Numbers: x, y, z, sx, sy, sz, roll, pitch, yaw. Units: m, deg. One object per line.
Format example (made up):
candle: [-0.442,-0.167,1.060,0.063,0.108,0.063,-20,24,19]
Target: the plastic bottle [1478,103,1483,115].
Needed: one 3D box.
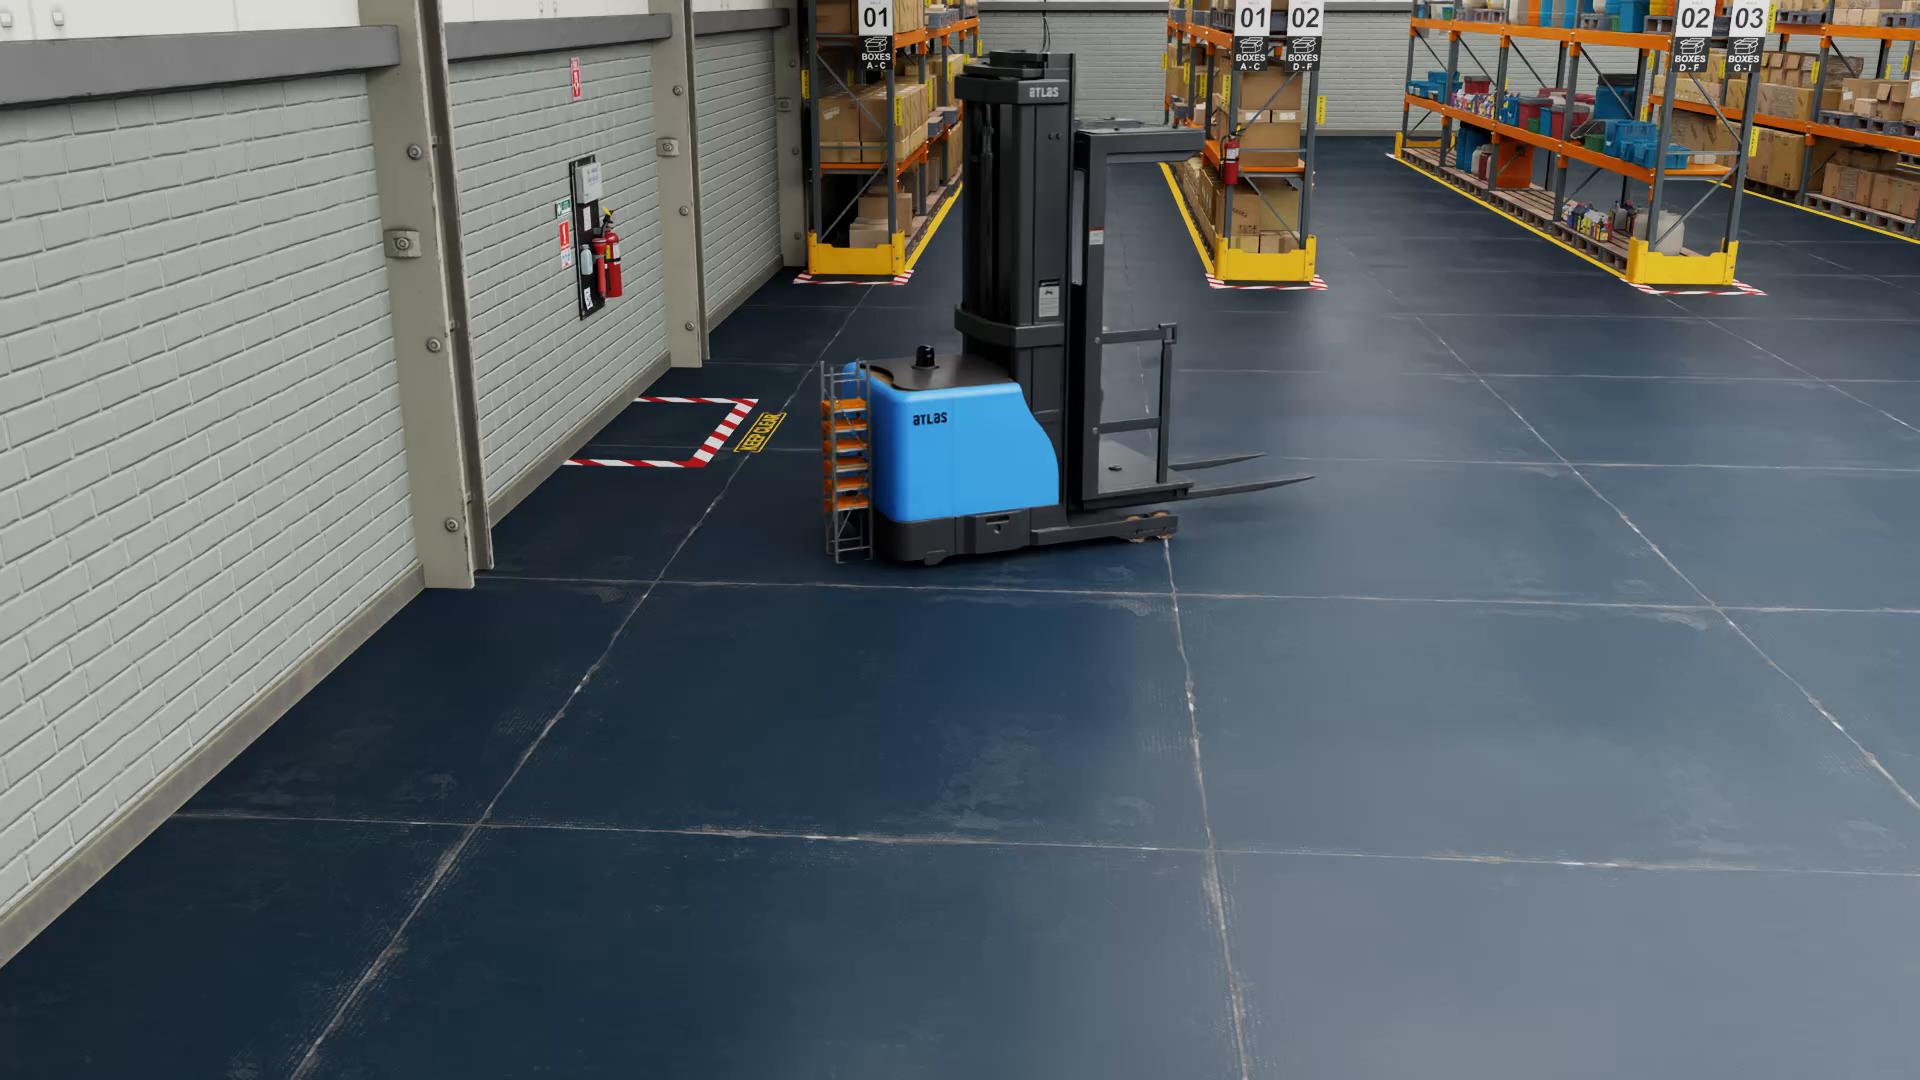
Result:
plastic bottle: [8.871,-7.324,28.277,0.097,0.201,0.097,0,18,0]

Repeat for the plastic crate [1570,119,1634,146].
plastic crate: [8.725,-5.533,22.591,0.767,0.338,0.504,1,18,4]

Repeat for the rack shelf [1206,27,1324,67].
rack shelf: [3.806,-6.296,21.159,1.077,0.370,4.000,1,18,4]

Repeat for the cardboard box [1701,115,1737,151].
cardboard box: [14.530,-7.489,31.200,0.875,0.875,0.875,1,18,4]

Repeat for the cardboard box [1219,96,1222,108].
cardboard box: [3.684,-5.871,22.321,0.380,0.149,0.250,1,18,3]

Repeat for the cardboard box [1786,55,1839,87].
cardboard box: [14.234,-7.807,27.661,0.797,0.503,0.637,2,18,5]

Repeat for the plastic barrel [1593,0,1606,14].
plastic barrel: [8.662,-7.271,22.124,0.421,0.512,0.421,0,18,0]

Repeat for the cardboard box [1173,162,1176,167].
cardboard box: [4.245,-7.195,30.872,0.500,0.500,0.500,0,18,1]

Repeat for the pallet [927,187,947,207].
pallet: [-0.763,-5.618,27.229,1.003,0.211,1.213,1,18,4]

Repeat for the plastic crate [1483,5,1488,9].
plastic crate: [9.825,-9.950,31.364,0.497,0.269,0.590,1,18,4]

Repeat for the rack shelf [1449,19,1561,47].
rack shelf: [9.319,-8.669,28.401,1.077,0.370,4.000,1,18,4]

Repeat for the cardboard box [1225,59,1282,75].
cardboard box: [3.852,-6.047,21.818,0.700,0.500,0.500,1,18,4]

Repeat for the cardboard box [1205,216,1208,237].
cardboard box: [3.501,-4.124,21.932,0.500,0.250,0.500,1,18,4]

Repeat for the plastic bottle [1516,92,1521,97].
plastic bottle: [9.644,-7.548,28.722,0.144,0.351,0.185,1,18,4]

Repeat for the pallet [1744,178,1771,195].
pallet: [14.338,-6.150,28.853,1.003,0.211,1.213,1,18,4]

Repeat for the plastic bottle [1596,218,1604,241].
plastic bottle: [8.287,-4.015,21.515,0.061,0.283,0.133,2,18,5]

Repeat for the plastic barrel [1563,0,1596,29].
plastic barrel: [8.709,-7.549,23.021,0.600,0.901,0.708,1,18,4]

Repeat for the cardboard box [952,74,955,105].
cardboard box: [-0.369,-7.692,28.409,0.500,0.500,0.500,2,18,6]

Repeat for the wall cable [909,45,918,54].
wall cable: [-0.984,-10.572,36.238,0.084,1.984,1.851,1,18,4]

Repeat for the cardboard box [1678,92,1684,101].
cardboard box: [14.226,-8.639,32.373,0.380,0.149,0.250,1,18,3]

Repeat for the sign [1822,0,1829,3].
sign: [13.563,-8.578,26.009,0.100,0.325,0.005,1,18,4]

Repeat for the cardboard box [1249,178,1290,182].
cardboard box: [4.033,-4.468,21.779,0.500,0.500,0.500,1,18,4]

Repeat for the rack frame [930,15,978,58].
rack frame: [-0.132,-9.670,35.118,1.000,3.000,0.127,1,18,4]

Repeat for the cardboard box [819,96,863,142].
cardboard box: [-1.457,-5.147,20.317,0.500,0.500,0.500,1,18,3]

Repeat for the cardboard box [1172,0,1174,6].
cardboard box: [4.400,-10.533,32.372,0.500,0.250,0.500,1,18,4]

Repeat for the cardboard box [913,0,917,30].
cardboard box: [-0.833,-6.934,21.756,0.500,0.500,0.500,1,18,2]

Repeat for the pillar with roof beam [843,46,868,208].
pillar with roof beam: [2.632,-9.556,25.135,9.100,9.000,0.400,1,18,4]

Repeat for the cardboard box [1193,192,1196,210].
cardboard box: [3.728,-5.019,24.665,0.500,0.250,0.500,1,18,3]

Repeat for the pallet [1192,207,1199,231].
pallet: [3.963,-4.739,24.545,1.003,0.211,1.213,1,18,4]

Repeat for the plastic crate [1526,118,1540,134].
plastic crate: [8.733,-6.169,24.772,0.450,0.188,0.662,1,18,4]

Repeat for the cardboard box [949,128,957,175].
cardboard box: [-0.453,-6.861,29.323,0.750,0.750,0.750,1,18,4]

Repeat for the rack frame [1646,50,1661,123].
rack frame: [14.690,-9.339,34.106,1.000,3.000,0.127,1,18,4]

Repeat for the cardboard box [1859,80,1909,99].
cardboard box: [14.177,-6.757,25.391,0.700,0.500,0.500,4,19,12]

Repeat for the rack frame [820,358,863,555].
rack frame: [-0.708,-0.492,9.997,0.240,1.200,0.006,-7,20,-21]

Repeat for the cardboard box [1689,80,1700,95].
cardboard box: [14.244,-8.629,31.702,0.500,0.250,0.500,2,18,5]

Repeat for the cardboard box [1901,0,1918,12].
cardboard box: [13.864,-7.710,24.020,0.380,0.166,0.250,1,18,2]

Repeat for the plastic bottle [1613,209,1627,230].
plastic bottle: [8.967,-4.366,22.599,0.152,0.276,0.135,1,18,4]

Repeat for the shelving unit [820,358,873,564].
shelving unit: [-0.673,-0.466,9.917,0.258,1.200,0.189,-7,20,-21]

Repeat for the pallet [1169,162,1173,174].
pallet: [4.573,-7.207,32.078,1.003,0.211,1.213,1,18,4]

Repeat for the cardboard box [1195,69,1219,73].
cardboard box: [4.457,-8.016,29.233,0.700,0.500,0.500,-3,18,-10]

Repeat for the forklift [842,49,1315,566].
forklift: [0.822,-1.518,10.348,3.031,2.935,1.130,-7,20,-21]

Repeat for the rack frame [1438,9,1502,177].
rack frame: [9.463,-8.207,30.652,1.000,3.000,0.127,1,18,4]

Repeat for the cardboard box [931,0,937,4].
cardboard box: [-0.729,-9.017,27.439,0.700,0.500,0.500,0,18,0]

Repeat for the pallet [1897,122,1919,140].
pallet: [14.029,-5.755,23.476,1.003,0.211,1.213,1,18,4]

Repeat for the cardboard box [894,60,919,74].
cardboard box: [-0.932,-7.887,27.801,0.500,0.250,0.500,2,18,5]

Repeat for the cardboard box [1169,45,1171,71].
cardboard box: [4.444,-9.634,33.240,0.500,0.500,0.500,2,18,5]

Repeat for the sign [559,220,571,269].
sign: [-2.879,-2.155,12.126,0.001,0.329,0.234,1,18,4]

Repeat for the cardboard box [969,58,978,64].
cardboard box: [-0.159,-9.654,34.587,0.980,0.700,0.700,2,18,6]

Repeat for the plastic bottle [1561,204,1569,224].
plastic bottle: [8.429,-4.546,23.153,0.097,0.271,0.097,0,18,0]

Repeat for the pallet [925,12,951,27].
pallet: [-0.770,-7.791,24.867,1.213,0.211,1.003,1,18,4]

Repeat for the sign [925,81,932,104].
sign: [-0.451,-6.345,23.579,0.100,0.325,0.005,1,18,4]

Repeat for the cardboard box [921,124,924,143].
cardboard box: [-0.768,-5.573,22.823,0.500,0.250,0.500,1,18,4]
